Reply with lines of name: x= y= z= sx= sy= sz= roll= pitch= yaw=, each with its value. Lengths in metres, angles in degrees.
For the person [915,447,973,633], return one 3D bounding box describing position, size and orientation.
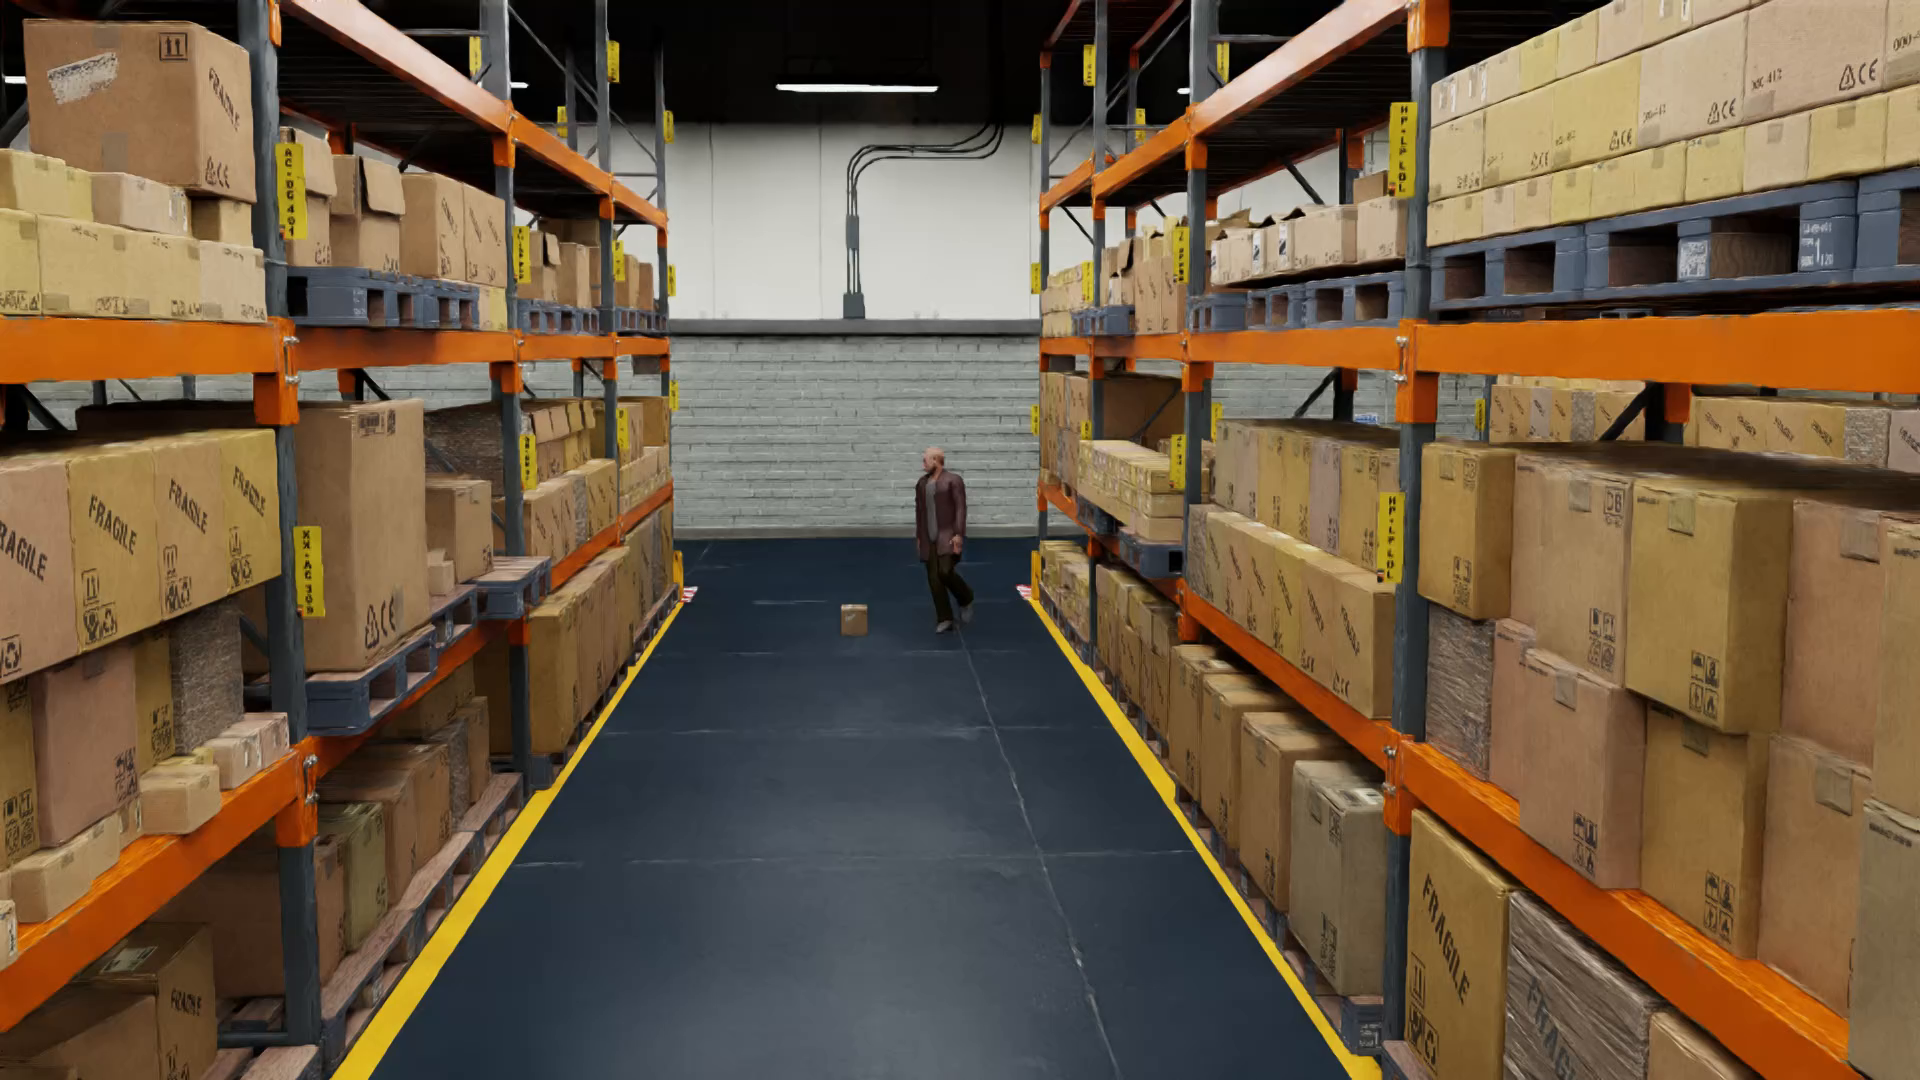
person: x=-0.194 y=-0.011 z=15.957 sx=0.651 sy=1.761 sz=0.600 roll=4 pitch=8 yaw=31
